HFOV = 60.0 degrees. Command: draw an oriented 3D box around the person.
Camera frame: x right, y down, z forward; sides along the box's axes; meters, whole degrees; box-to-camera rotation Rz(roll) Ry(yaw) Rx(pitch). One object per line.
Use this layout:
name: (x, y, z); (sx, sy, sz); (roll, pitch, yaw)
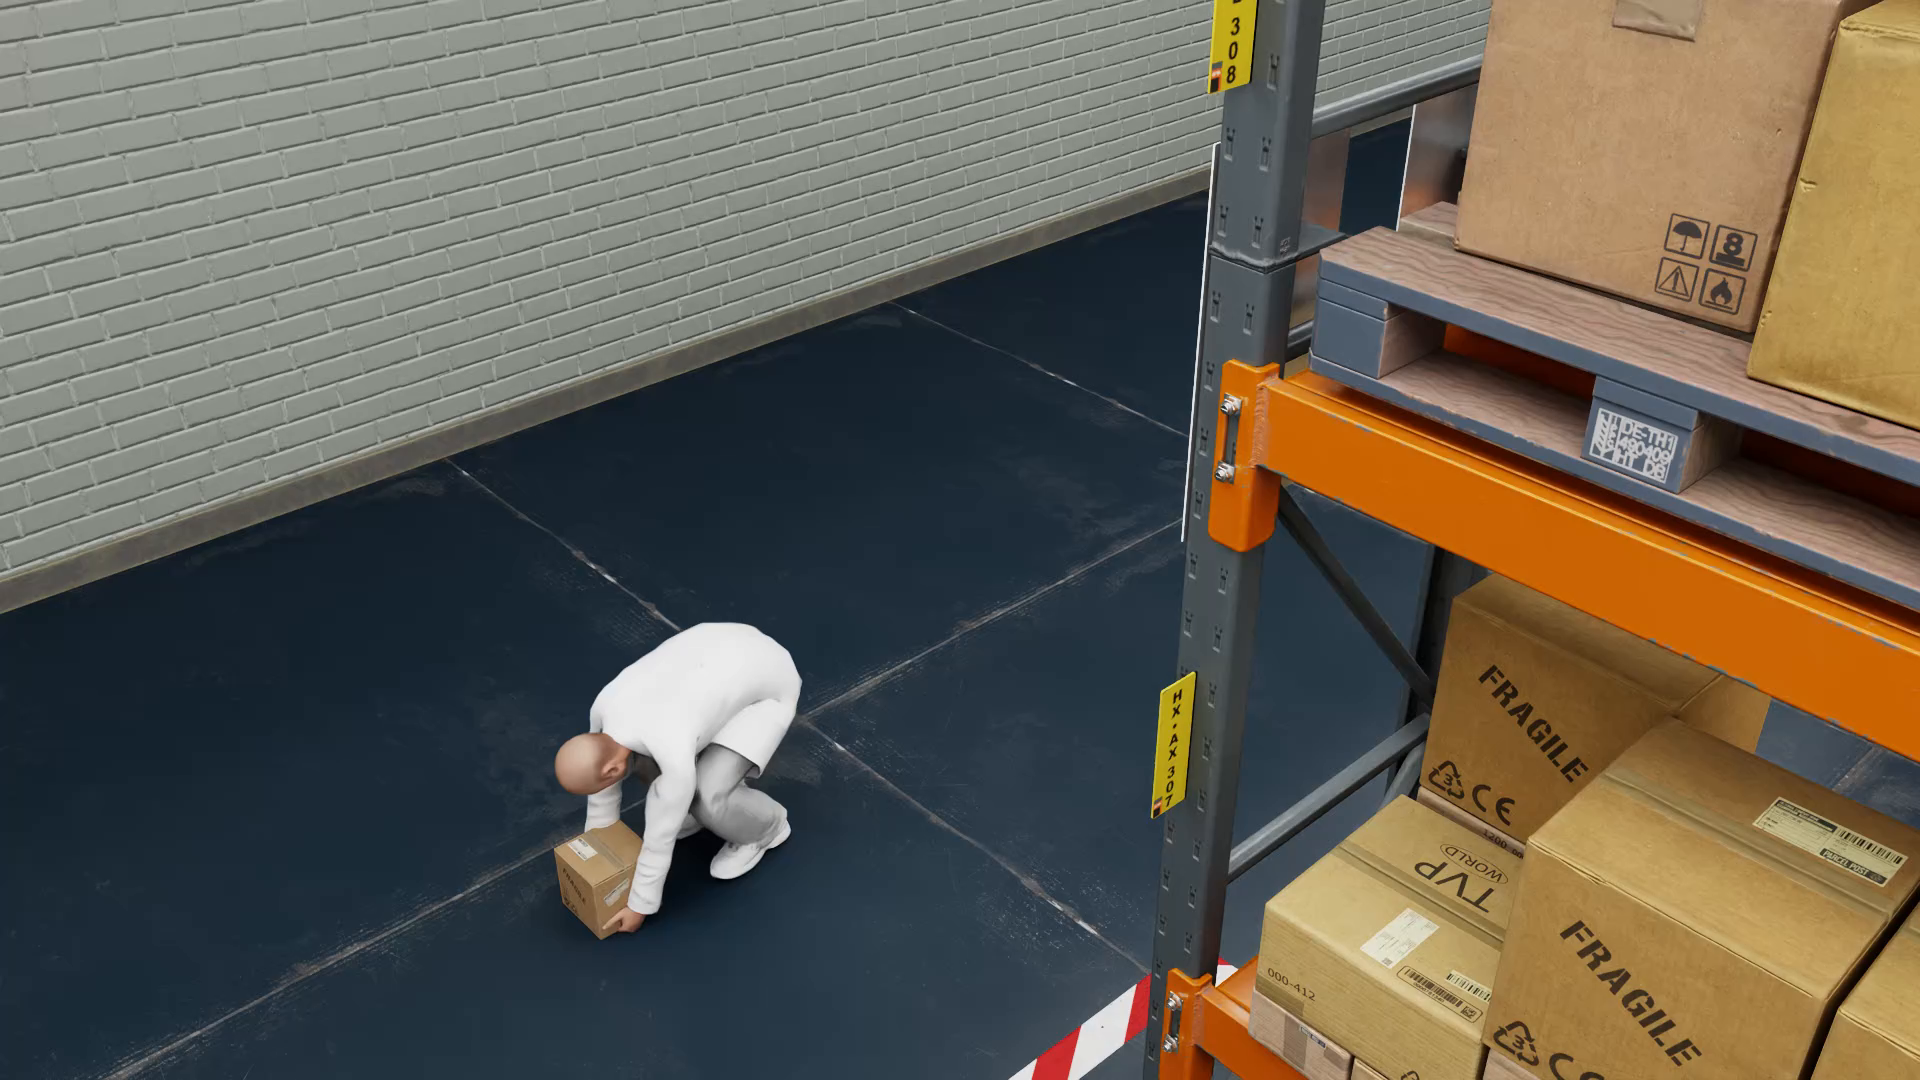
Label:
person: (-0.962, 0.781, 5.758); (0.953, 0.887, 0.590); (-27, 41, -37)
